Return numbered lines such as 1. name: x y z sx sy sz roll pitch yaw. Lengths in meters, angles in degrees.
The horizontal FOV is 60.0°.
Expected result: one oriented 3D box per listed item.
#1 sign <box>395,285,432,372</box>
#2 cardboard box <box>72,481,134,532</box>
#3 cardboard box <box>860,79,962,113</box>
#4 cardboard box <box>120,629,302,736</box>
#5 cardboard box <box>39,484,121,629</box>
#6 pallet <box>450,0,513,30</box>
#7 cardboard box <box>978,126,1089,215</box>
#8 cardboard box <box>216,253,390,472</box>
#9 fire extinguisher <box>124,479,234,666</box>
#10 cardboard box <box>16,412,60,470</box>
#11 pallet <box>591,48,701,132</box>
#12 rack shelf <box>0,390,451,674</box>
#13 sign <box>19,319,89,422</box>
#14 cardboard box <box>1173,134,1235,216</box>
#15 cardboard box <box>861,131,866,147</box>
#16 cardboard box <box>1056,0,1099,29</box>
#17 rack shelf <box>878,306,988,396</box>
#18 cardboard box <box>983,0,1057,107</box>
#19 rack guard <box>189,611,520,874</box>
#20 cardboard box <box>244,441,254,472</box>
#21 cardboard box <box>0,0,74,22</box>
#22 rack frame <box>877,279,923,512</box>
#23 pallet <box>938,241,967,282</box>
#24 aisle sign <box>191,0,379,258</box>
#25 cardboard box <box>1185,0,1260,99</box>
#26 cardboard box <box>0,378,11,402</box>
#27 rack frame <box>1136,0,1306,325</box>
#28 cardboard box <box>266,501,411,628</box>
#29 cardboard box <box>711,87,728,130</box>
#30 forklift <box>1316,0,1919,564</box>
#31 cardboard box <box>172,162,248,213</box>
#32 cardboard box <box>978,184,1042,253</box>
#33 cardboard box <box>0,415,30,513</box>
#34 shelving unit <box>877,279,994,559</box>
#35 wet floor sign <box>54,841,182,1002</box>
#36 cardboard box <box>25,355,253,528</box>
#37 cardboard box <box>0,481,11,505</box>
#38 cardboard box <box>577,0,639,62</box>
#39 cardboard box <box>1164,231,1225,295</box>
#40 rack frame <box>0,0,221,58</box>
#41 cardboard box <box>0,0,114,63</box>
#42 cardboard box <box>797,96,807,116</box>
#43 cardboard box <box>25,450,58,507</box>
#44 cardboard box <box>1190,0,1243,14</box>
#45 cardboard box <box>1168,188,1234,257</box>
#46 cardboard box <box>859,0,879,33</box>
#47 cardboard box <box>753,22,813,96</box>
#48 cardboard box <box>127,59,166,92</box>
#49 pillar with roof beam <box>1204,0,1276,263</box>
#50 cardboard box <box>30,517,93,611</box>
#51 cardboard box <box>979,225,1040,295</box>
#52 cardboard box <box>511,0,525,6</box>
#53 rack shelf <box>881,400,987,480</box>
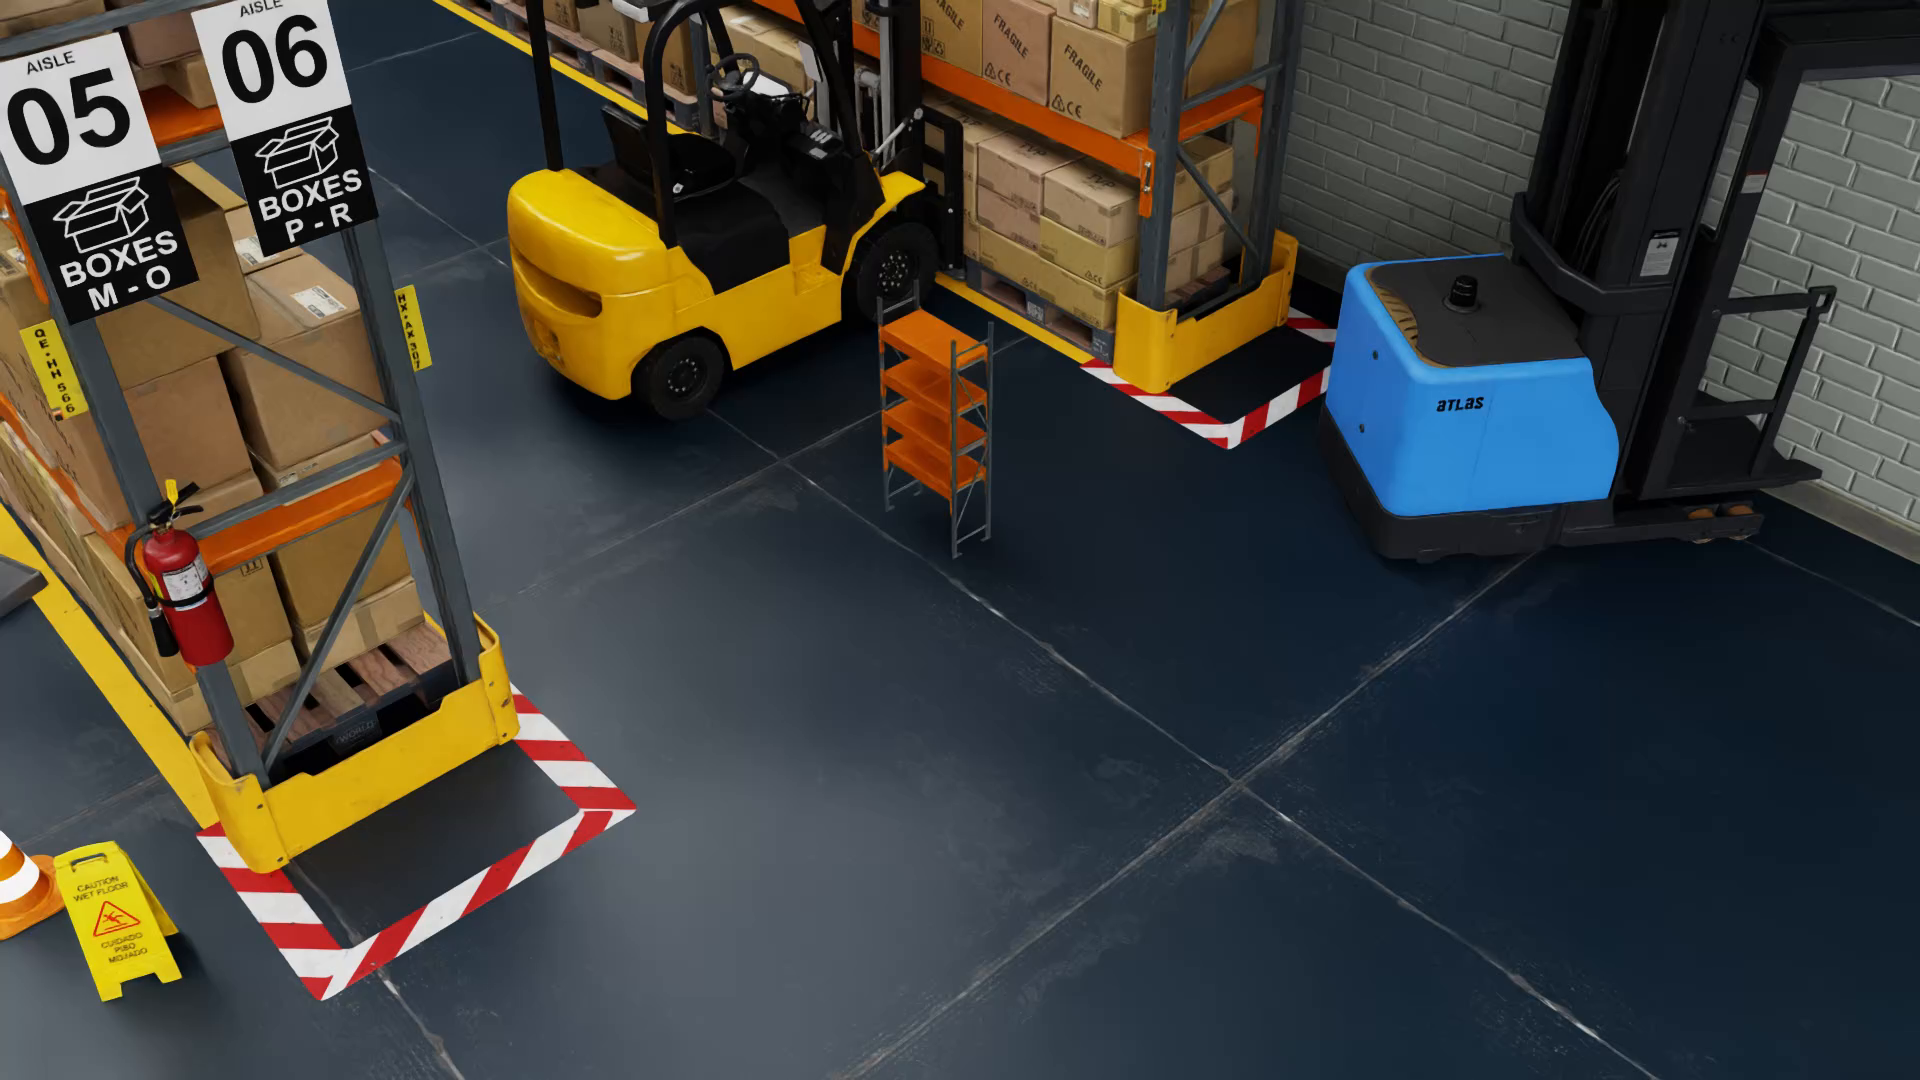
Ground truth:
1. sign: -1.914 -0.730 5.786 0.100 0.325 0.005 -30 48 -32
2. cardboard box: -2.977 -0.218 6.040 0.380 0.149 0.250 -31 48 -32
3. cardboard box: -0.237 -2.538 9.771 0.500 0.250 0.500 -31 48 -33
4. cardboard box: -3.075 0.472 6.840 0.500 0.250 0.500 -30 48 -32
5. cardboard box: -3.403 -0.048 6.888 0.500 0.500 0.500 -28 47 -30
6. pallet: -3.543 -4.494 13.354 1.003 0.211 1.213 -30 48 -32
7. cardboard box: 0.449 -2.071 9.193 0.500 0.250 0.500 -29 47 -31
8. cardboard box: -2.430 -0.655 6.065 0.500 0.500 0.500 -31 48 -32
9. fire extinguisher: -2.576 0.116 5.489 0.296 0.674 0.183 -30 48 -32
10. cardboard box: -3.331 -0.452 6.330 0.380 0.149 0.250 -29 47 -31
11. pallet: -1.893 -3.365 11.956 1.003 0.211 1.213 -30 48 -32
12. rack shelf: -3.667 -0.809 7.144 1.077 0.370 4.000 -30 48 -32
13. sign: -2.736 -0.510 5.029 0.100 0.325 0.005 -30 48 -32
14. cardboard box: 1.154 -2.060 9.179 0.500 0.250 0.500 -31 48 -32
15. cardboard box: -0.251 -2.354 9.942 0.500 0.250 0.500 -30 48 -32
16. cardboard box: 0.704 -2.712 8.333 0.380 0.149 0.250 -29 47 -31
17. rack shelf: -0.112 -0.849 7.429 0.258 0.148 0.480 -30 48 -32
18. cardboard box: 0.469 -2.673 8.801 0.500 0.500 0.500 -28 47 -31
19. rack guard: -2.365 0.774 6.601 1.175 0.500 0.348 -30 48 -32
20. cardboard box: -2.573 -0.421 6.292 0.380 0.149 0.250 -29 47 -31
21. cardboard box: -2.760 -1.573 4.697 0.380 0.149 0.250 -29 47 -31
22. rack frame: -0.277 -0.656 7.816 0.240 1.200 0.015 -30 48 -32
23. pallet: -0.029 -2.090 10.377 1.003 0.211 1.213 -30 48 -32
24. aisle sign: -2.044 -1.277 5.083 0.394 0.787 0.004 -30 48 -32
25. cardboard box: 1.209 -2.660 8.785 0.500 0.500 0.500 -28 47 -30
26. cardboard box: -3.555 -0.918 6.391 0.500 0.500 0.500 -30 48 -32
27. rack frame: 1.340 -2.274 8.386 1.000 3.000 0.127 -30 48 -32
28. cardboard box: -2.672 -0.050 6.890 0.500 0.500 0.500 -32 49 -33
29. cardboard box: -1.282 -2.854 10.959 0.500 0.250 0.500 -29 47 -31
30. forklift: 3.372 -1.449 7.419 3.031 2.935 1.130 -5 39 -6
31. cardboard box: -3.128 -1.128 6.651 0.500 0.500 0.500 -31 48 -33
32. cardboard box: 0.449 -1.891 9.369 0.500 0.250 0.500 -30 48 -32
33. cardboard box: -4.099 -0.528 7.482 0.500 0.500 0.500 -27 46 -30
34. shelving unit: -0.112 -0.543 7.676 0.258 1.200 0.503 -30 48 -32
35. wet floor sign: -2.974 1.296 5.840 0.267 0.644 0.232 -15 41 -17
36. cardboard box: -2.884 -0.452 5.813 0.500 0.500 0.500 -31 48 -32
37. cardboard box: -4.450 -0.478 8.016 0.500 0.250 0.500 -27 46 -30
38. cardboard box: -2.246 -3.964 12.034 0.875 0.625 0.625 -30 48 -32
39. cardboard box: 1.152 -1.678 9.502 0.500 0.250 0.500 -30 48 -32
40. rack frame: -2.314 -2.497 3.887 1.000 3.000 0.127 -30 48 -32
41. cardboard box: -2.858 -1.510 4.935 0.500 0.250 0.500 -31 48 -32
42. cardboard box: -0.924 -2.826 10.526 0.500 0.250 0.500 -30 48 -32
43. cardboard box: -3.513 -0.320 6.707 0.380 0.149 0.250 -29 47 -31
44. cardboard box: 1.301 -2.832 8.482 0.380 0.149 0.250 -31 48 -33
45. cardboard box: 1.175 -1.868 9.340 0.500 0.250 0.500 -29 47 -31
46. cardboard box: -0.225 -3.138 9.376 0.500 0.500 0.500 -30 47 -31
47. cardboard box: -0.931 -3.010 10.355 0.500 0.250 0.500 -30 48 -32
48. cardboard box: -2.543 -1.607 5.373 0.380 0.149 0.250 -32 48 -33
49. pillar with roof beam: -1.638 -3.484 5.109 9.100 9.000 0.400 -30 48 -32
50. cardboard box: -3.761 0.001 7.424 0.500 0.250 0.500 -32 49 -33
51. cardboard box: 0.460 -1.685 9.511 0.500 0.250 0.500 -30 48 -32
52. cardboard box: -3.211 -4.622 12.850 0.875 0.625 0.625 -28 47 -30
53. rack shelf: -0.112 -0.491 7.718 0.258 0.148 0.480 -30 48 -32
